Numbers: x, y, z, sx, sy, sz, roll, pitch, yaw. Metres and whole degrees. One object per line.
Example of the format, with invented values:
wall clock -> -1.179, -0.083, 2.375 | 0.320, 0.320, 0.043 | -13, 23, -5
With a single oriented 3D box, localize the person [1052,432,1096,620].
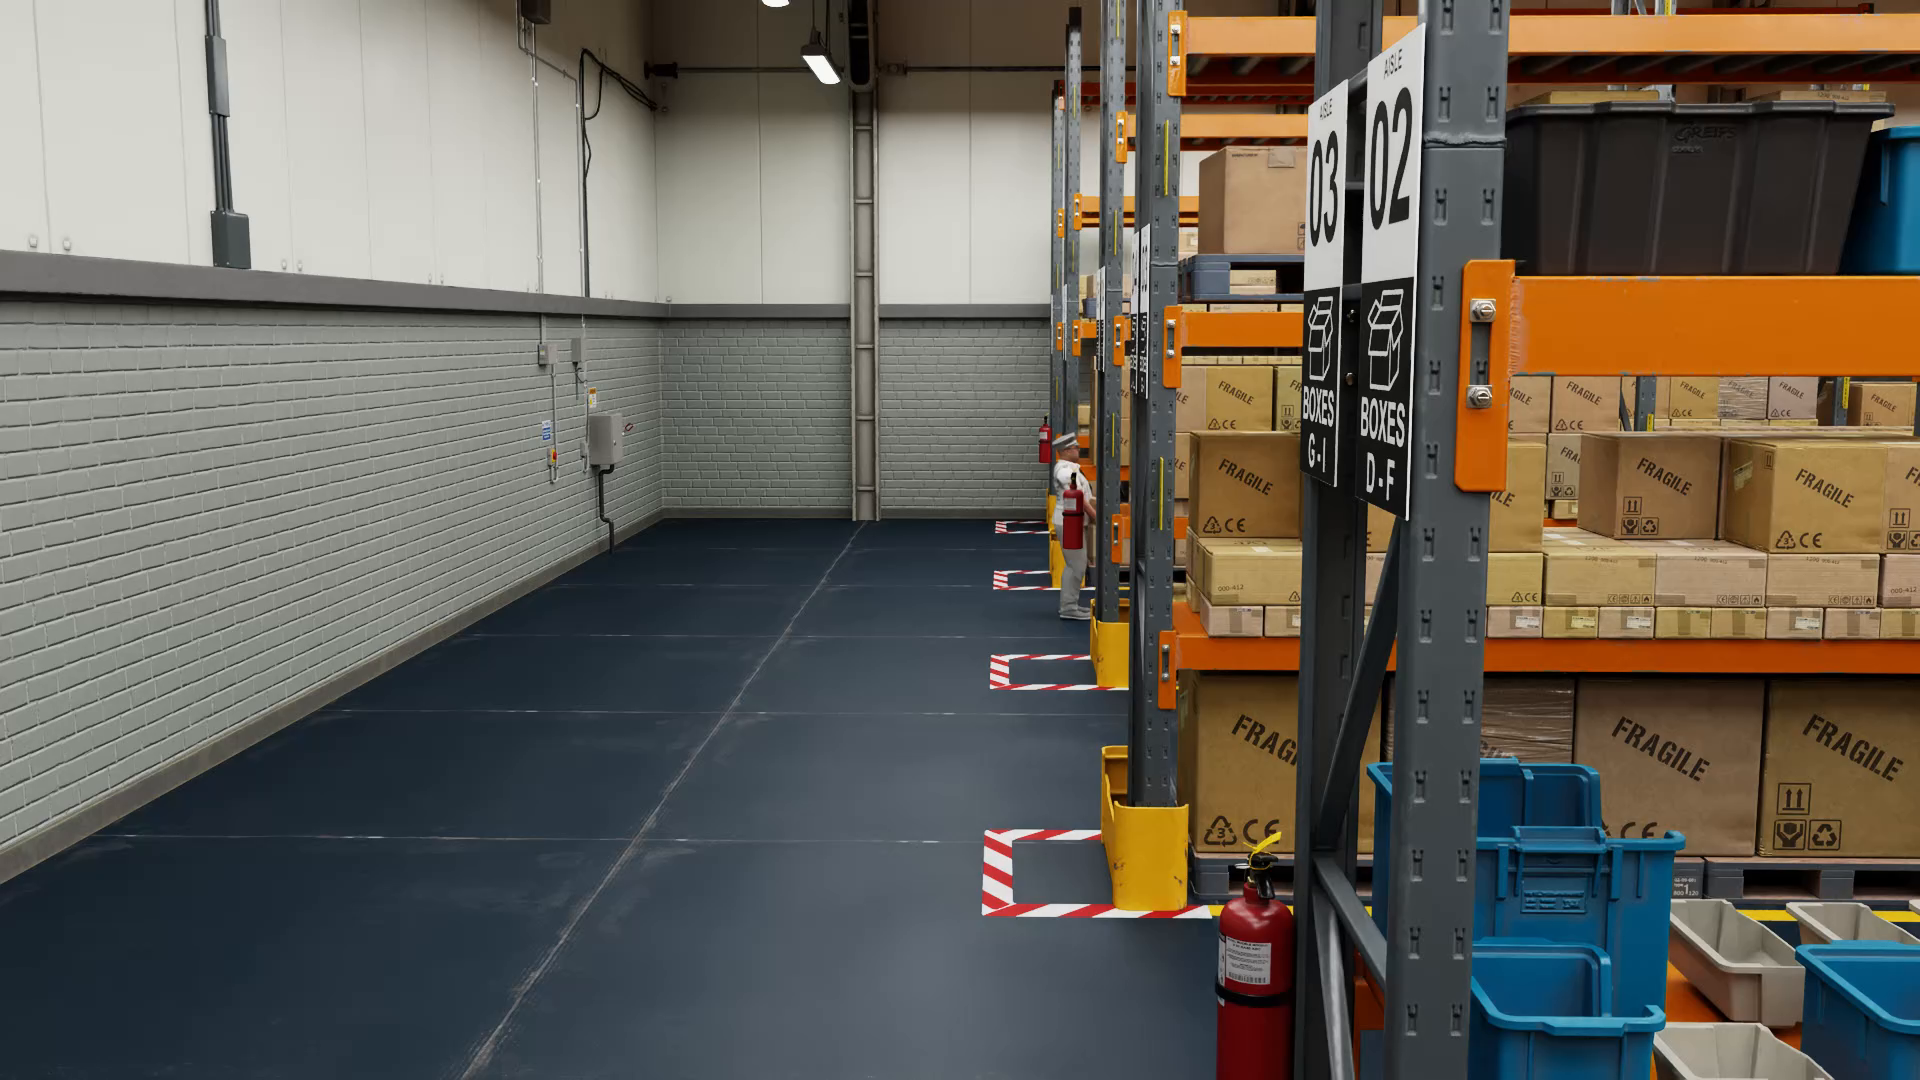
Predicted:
person -> 1.153, -0.142, 15.808 | 0.567, 1.766, 0.494 | 0, 7, 2
